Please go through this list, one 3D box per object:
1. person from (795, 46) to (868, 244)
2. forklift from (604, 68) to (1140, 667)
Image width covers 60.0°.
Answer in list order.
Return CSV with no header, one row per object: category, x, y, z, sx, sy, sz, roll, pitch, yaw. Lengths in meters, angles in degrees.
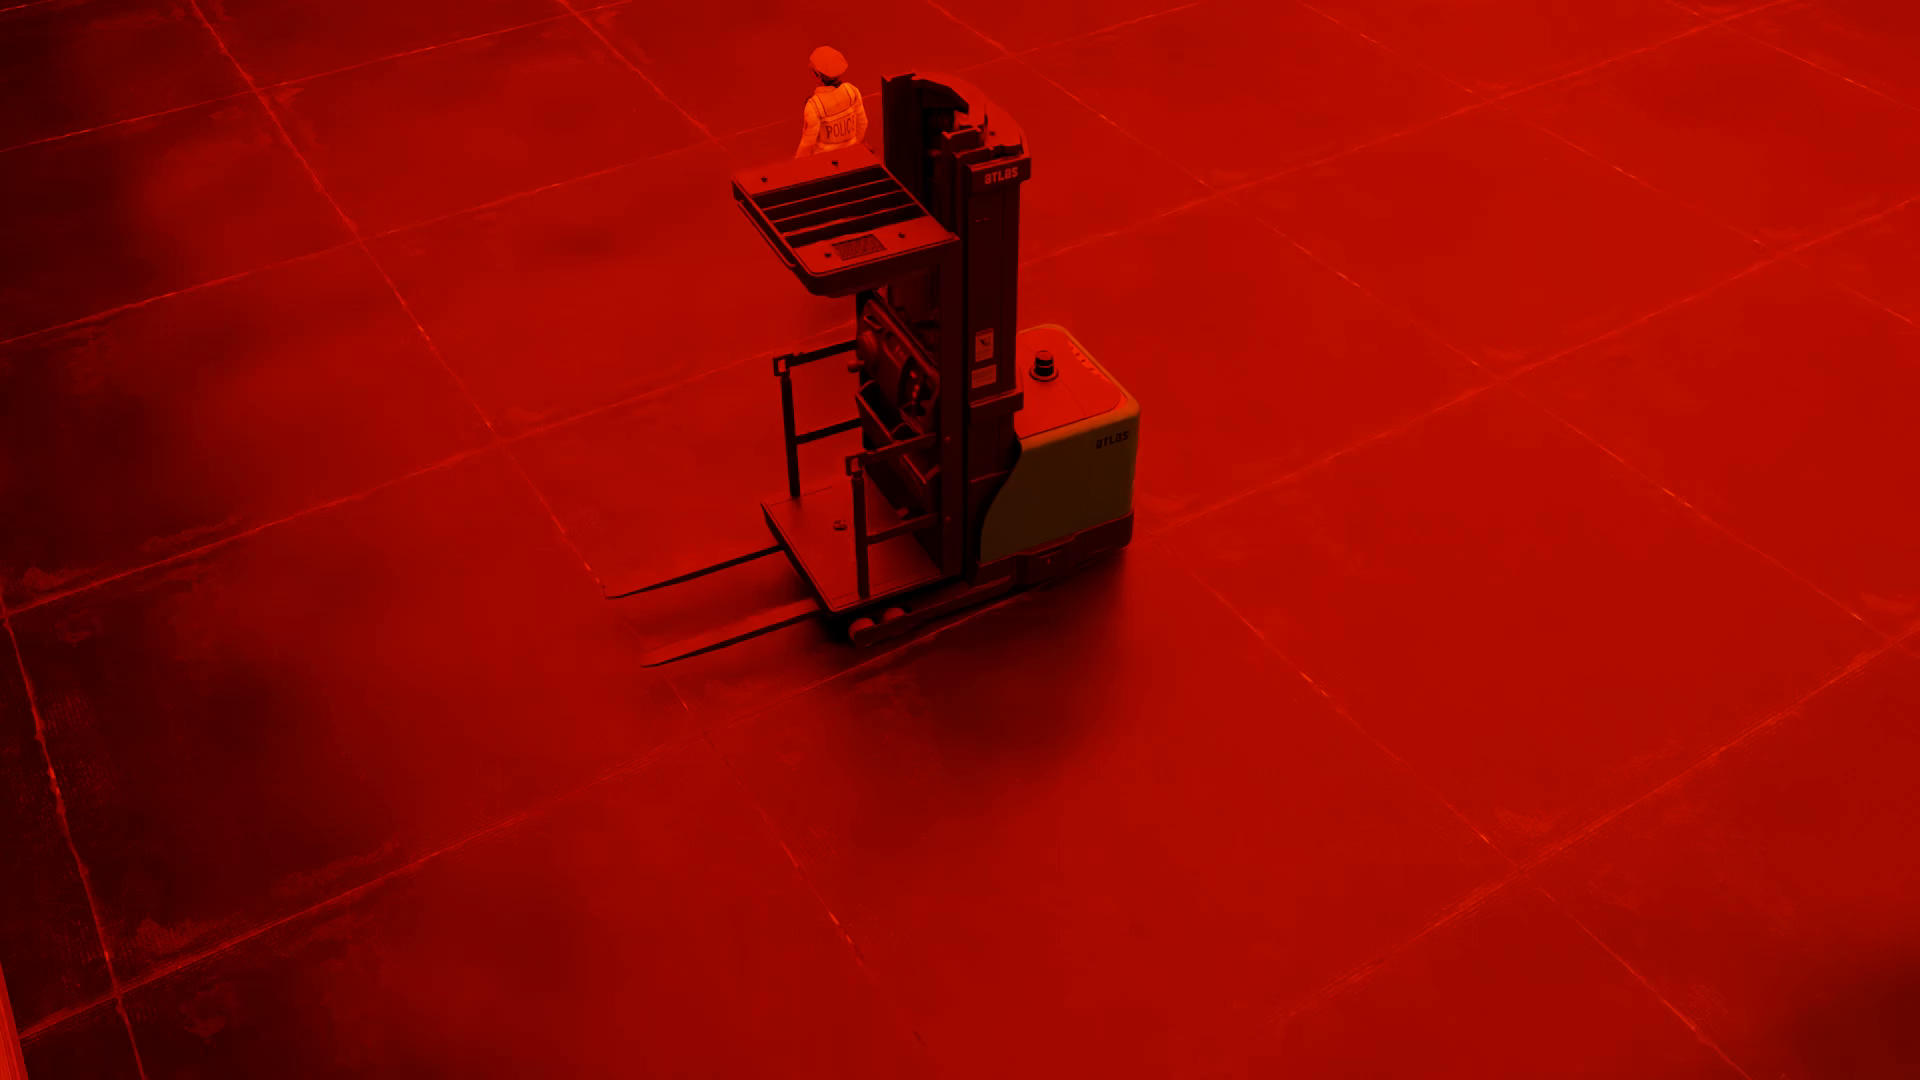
person,-0.960,-2.780,11.981,0.586,1.694,0.531,-27,48,-27
forklift,-0.519,-0.896,8.897,3.031,2.935,1.130,-18,44,-20
